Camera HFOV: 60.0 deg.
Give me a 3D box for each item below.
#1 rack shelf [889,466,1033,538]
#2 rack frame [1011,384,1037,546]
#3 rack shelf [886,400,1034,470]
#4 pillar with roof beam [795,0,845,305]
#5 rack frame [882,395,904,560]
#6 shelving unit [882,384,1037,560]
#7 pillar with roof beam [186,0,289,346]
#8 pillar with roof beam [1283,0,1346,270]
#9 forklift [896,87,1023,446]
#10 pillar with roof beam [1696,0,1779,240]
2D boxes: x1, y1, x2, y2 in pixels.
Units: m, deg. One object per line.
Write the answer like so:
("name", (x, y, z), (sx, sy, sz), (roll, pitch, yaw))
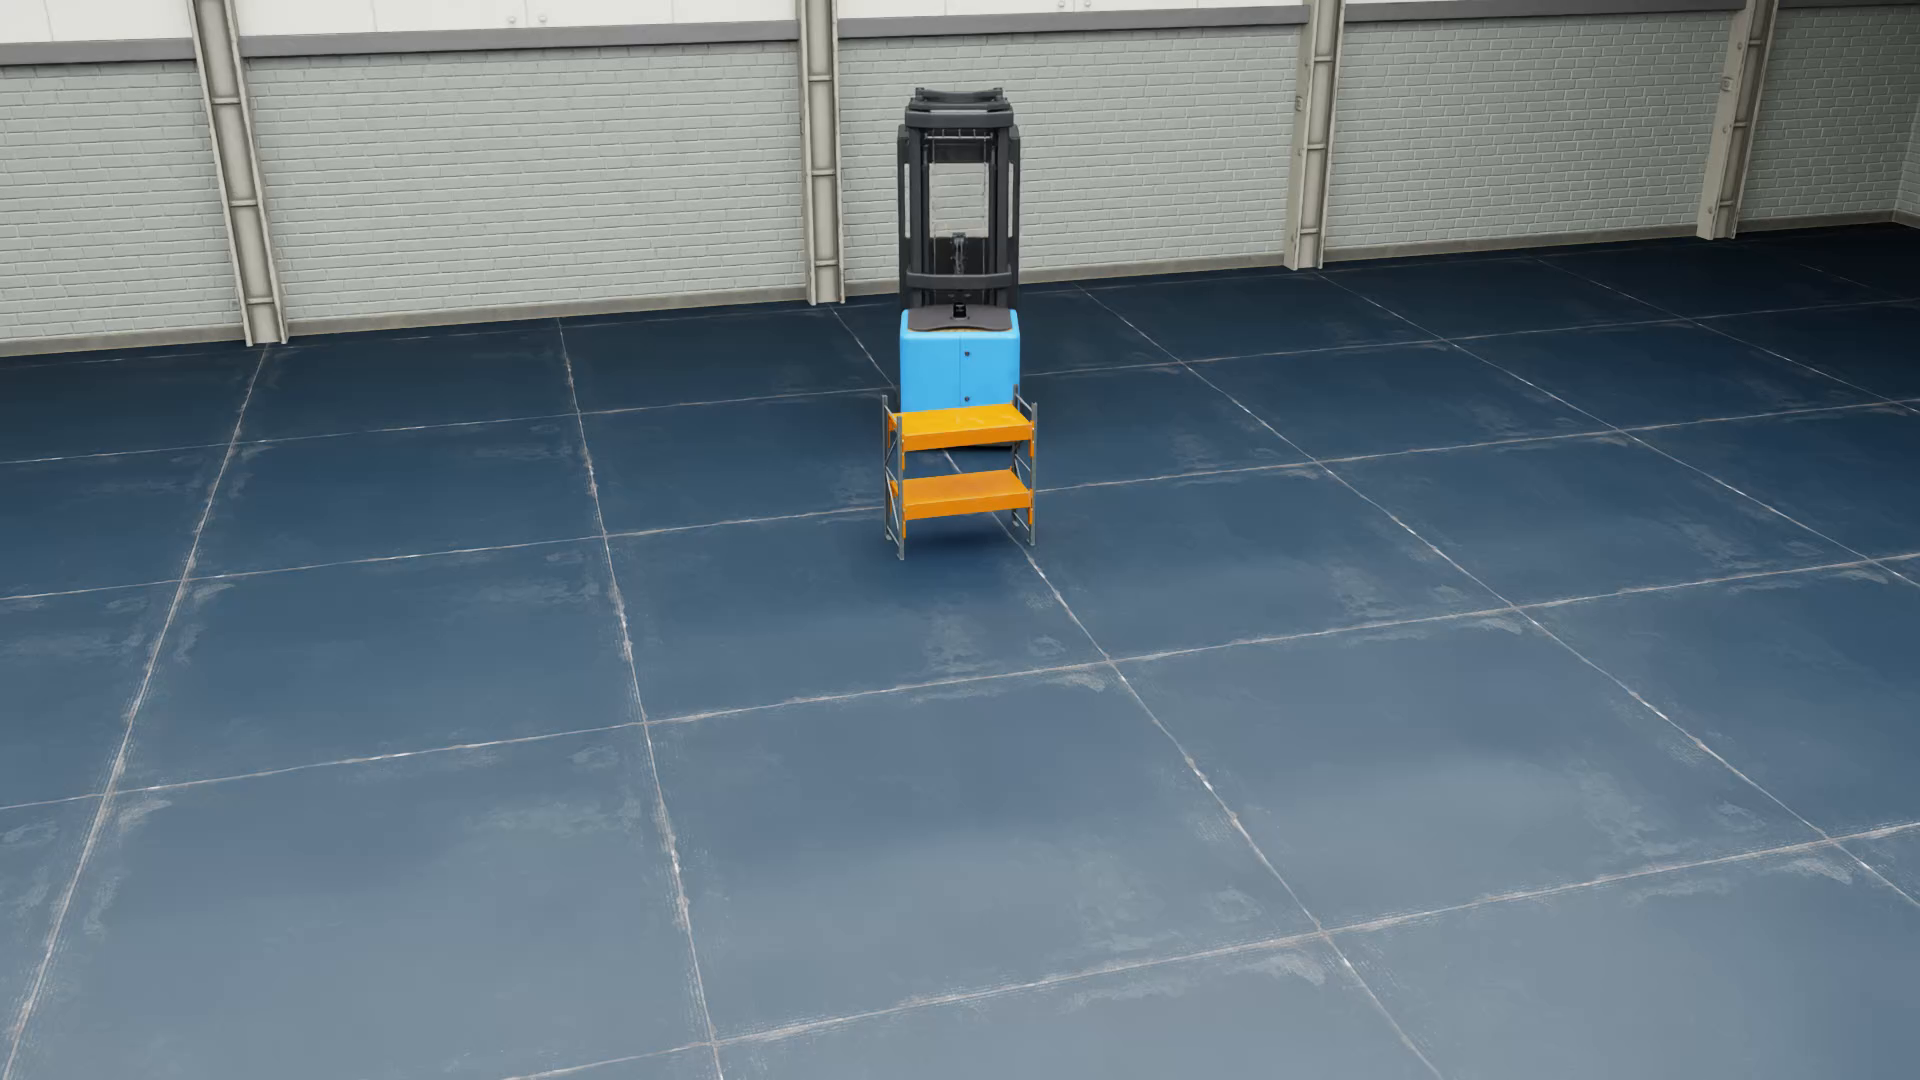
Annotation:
("rack shelf", (-0.007, -0.292, 12.553), (1.000, 0.278, 0.538), (-6, 24, -14))
("rack frame", (0.483, -0.570, 12.583), (0.032, 1.125, 0.500), (-6, 24, -14))
("rack shelf", (-0.007, -0.785, 12.341), (1.000, 0.278, 0.538), (-6, 24, -14))
("pillar with roof beam", (-0.379, -5.248, 13.498), (0.400, 9.000, 9.100), (-6, 24, -14))
("rack frame", (-0.496, -0.462, 12.331), (0.032, 1.125, 0.500), (-6, 24, -14))
("shelving unit", (-0.007, -0.516, 12.457), (1.048, 1.125, 0.538), (-6, 24, -14))
("pillar with roof beam", (-6.156, -4.609, 12.009), (0.400, 9.000, 9.100), (-6, 24, -14))
("pillar with roof beam", (5.398, -5.887, 14.987), (0.400, 9.000, 9.100), (-6, 24, -14))
("forklift", (-0.013, -2.686, 15.224), (1.130, 2.935, 3.031), (0, 23, -1))
("pillar with roof beam", (11.175, -6.526, 16.477), (0.400, 9.000, 9.100), (-6, 24, -14))
